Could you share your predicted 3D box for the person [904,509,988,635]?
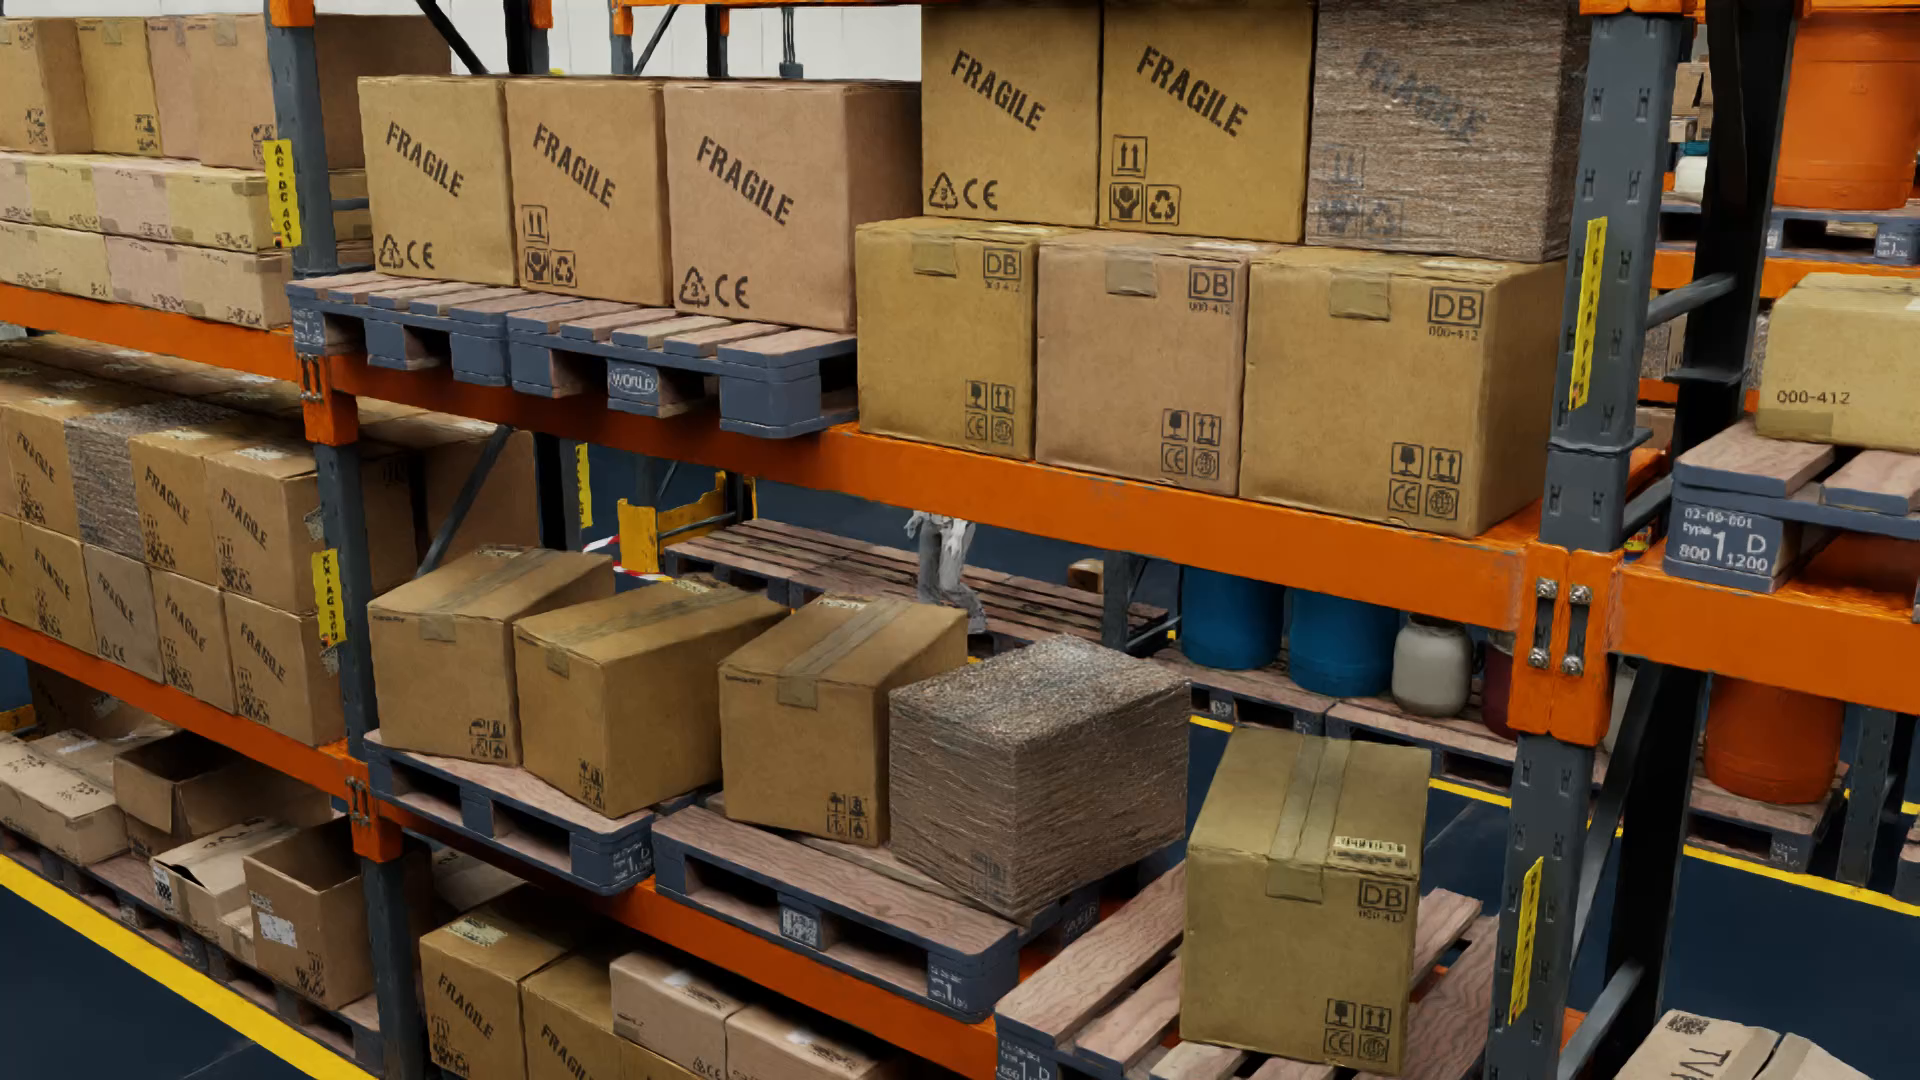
[{"bbox_3d":[-0.127,-0.093,10.225,0.559,1.663,0.588,-12,21,-35],"label":"person"}]
